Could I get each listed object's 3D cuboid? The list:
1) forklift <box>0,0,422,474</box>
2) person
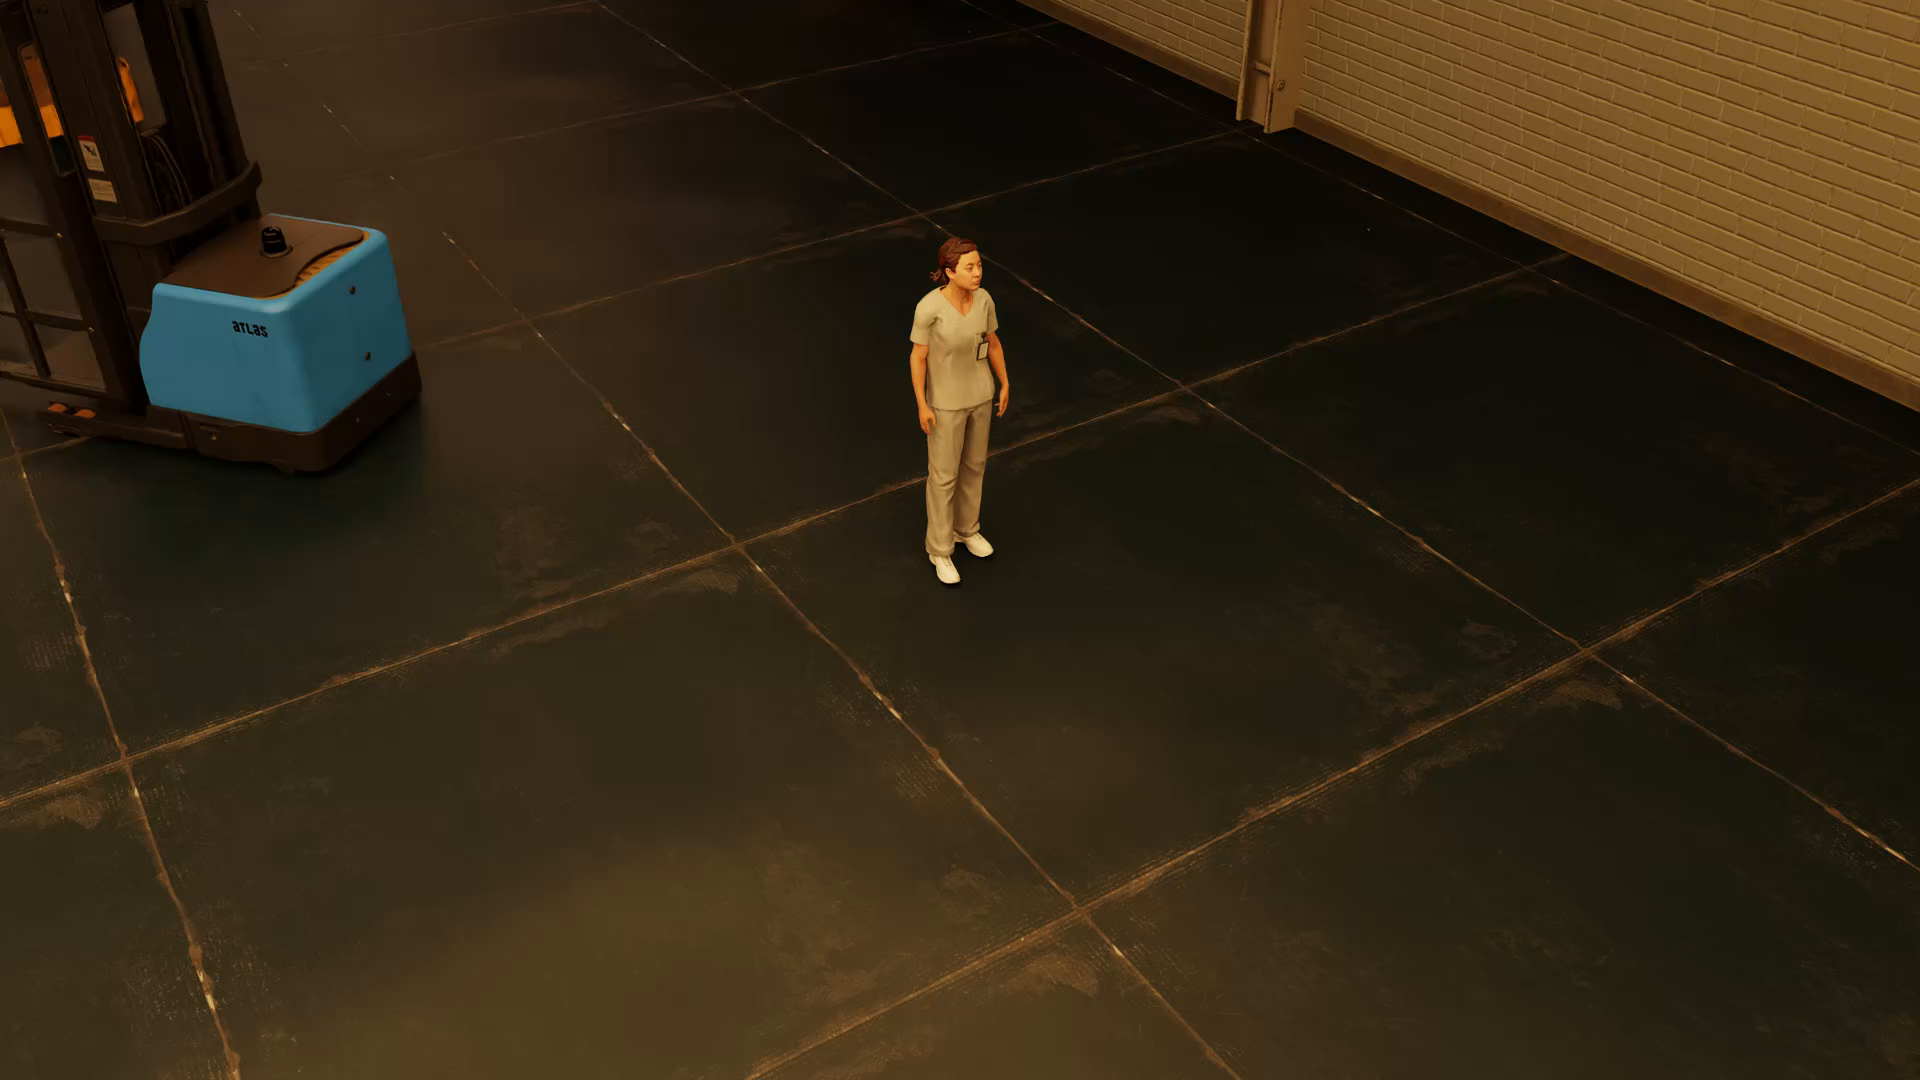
[{"bbox_3d":[-4.760,-2.056,9.074,3.031,2.935,1.130,11,36,15],"label":"forklift"},{"bbox_3d":[0.029,-0.652,8.155,0.549,1.675,0.549,-21,40,-27],"label":"person"}]
